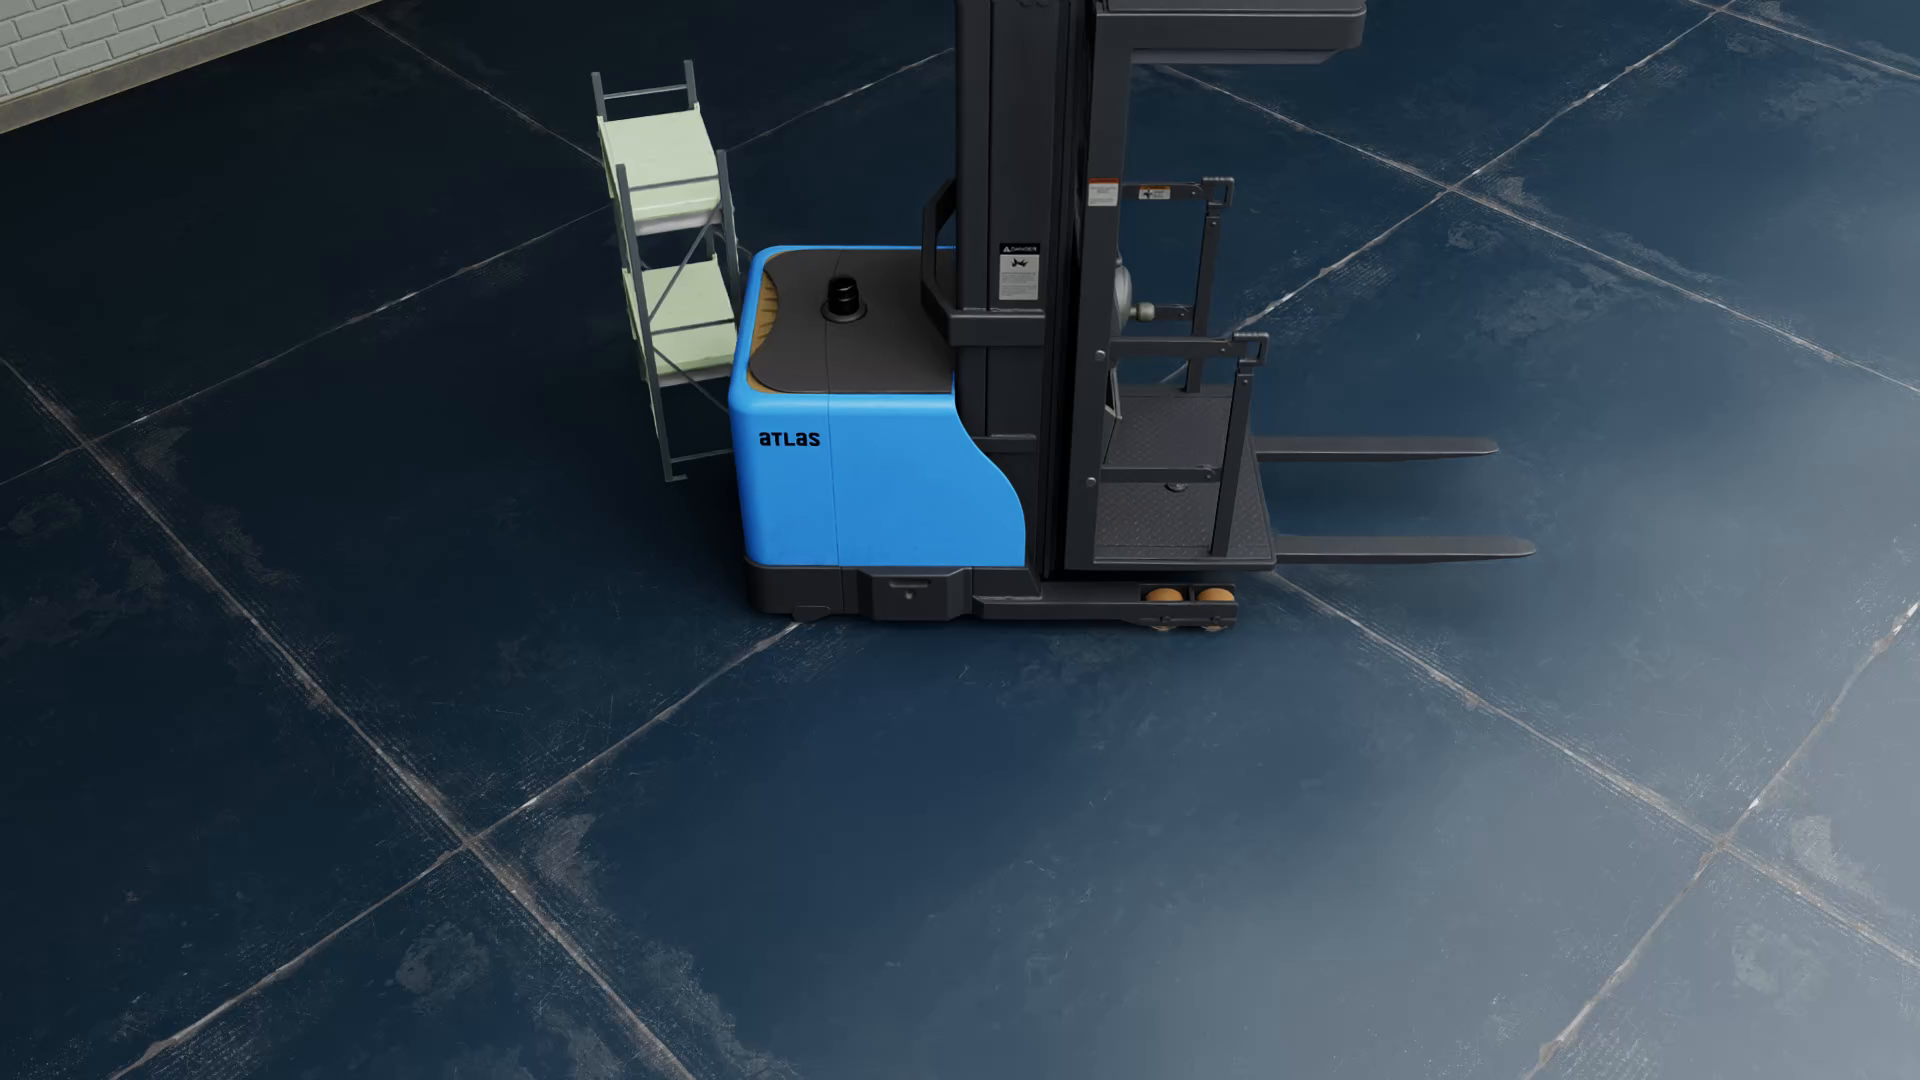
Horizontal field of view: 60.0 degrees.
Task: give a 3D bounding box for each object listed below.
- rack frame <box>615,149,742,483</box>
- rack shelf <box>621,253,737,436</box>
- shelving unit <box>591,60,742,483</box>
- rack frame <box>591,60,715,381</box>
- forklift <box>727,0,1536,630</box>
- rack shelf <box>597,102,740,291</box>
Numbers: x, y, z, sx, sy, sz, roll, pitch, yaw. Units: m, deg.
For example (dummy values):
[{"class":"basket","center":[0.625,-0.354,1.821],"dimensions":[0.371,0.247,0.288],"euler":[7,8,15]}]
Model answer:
[{"class":"rack frame","center":[-1.051,-0.836,6.549],"dimensions":[0.400,1.500,0.023],"euler":[-11,44,-12]},{"class":"rack shelf","center":[-1.153,-0.835,7.029],"dimensions":[0.431,0.370,0.720],"euler":[-11,44,-12]},{"class":"shelving unit","center":[-1.153,-1.074,6.808],"dimensions":[0.431,1.500,0.755],"euler":[-11,44,-12]},{"class":"rack frame","center":[-1.254,-1.313,7.066],"dimensions":[0.400,1.500,0.023],"euler":[-11,44,-12]},{"class":"forklift","center":[0.695,-1.095,5.776],"dimensions":[3.031,2.935,1.130],"euler":[0,43,0]},{"class":"rack shelf","center":[-1.153,-1.361,6.543],"dimensions":[0.431,0.370,0.720],"euler":[-11,44,-12]}]
